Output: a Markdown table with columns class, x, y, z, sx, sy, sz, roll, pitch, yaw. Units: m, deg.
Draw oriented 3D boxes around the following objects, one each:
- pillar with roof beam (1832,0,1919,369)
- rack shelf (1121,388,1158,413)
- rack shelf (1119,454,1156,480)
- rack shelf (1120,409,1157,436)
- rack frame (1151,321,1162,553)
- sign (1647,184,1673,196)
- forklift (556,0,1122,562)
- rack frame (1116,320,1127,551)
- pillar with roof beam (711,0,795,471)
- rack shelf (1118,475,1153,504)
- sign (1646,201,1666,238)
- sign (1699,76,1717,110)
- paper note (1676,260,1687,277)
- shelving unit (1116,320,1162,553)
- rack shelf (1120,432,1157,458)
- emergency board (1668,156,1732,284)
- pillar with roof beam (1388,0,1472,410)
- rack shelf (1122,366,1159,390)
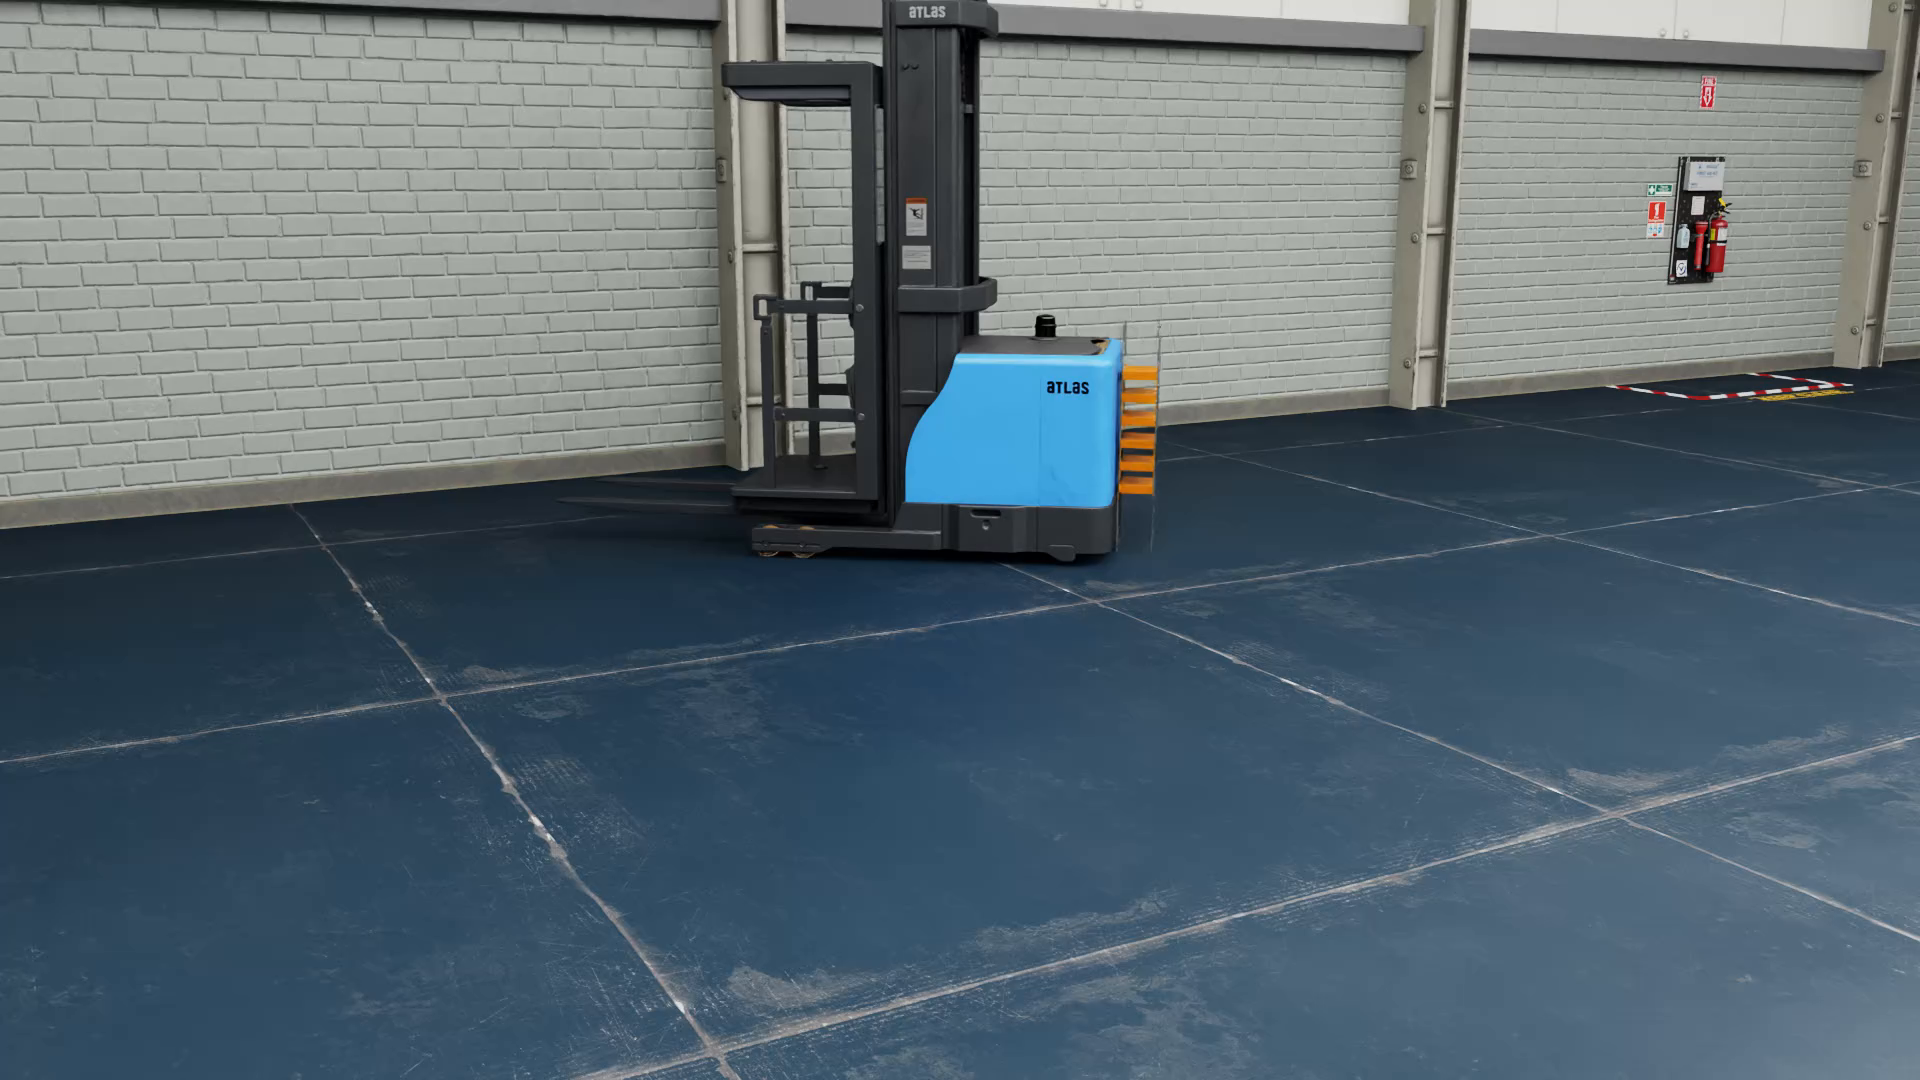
| class | x | y | z | sx | sy | sz | roll | pitch | yaw |
| --- | --- | --- | --- | --- | --- | --- | --- | --- | --- |
| pillar with roof beam | 11.225 | -5.338 | 12.331 | 0.400 | 9.000 | 9.100 | -7 | 14 | -28 |
| rack shelf | 0.949 | -0.739 | 8.765 | 0.180 | 0.103 | 0.258 | 3 | 13 | 9 |
| rack shelf | 0.946 | -0.388 | 8.845 | 0.180 | 0.103 | 0.258 | 3 | 13 | 9 |
| rack shelf | 0.948 | -0.622 | 8.791 | 0.180 | 0.103 | 0.258 | 3 | 13 | 9 |
| rack frame | 1.038 | -0.544 | 8.794 | 0.006 | 1.200 | 0.240 | 3 | 13 | 9 |
| sign | 6.448 | -3.224 | 15.316 | 0.331 | 0.109 | 0.001 | -7 | 14 | -28 |
| forklift | -0.652 | -1.447 | 8.864 | 3.031 | 2.935 | 1.130 | 2 | 13 | 8 |
| rack frame | 0.857 | -0.552 | 8.822 | 0.006 | 1.200 | 0.240 | 3 | 13 | 9 |
| pillar with roof beam | 0.692 | -4.075 | 6.722 | 0.400 | 9.000 | 9.100 | -7 | 14 | -28 |
| rack shelf | 0.945 | -0.271 | 8.871 | 0.180 | 0.103 | 0.258 | 3 | 13 | 9 |
| sign | 6.440 | -2.967 | 15.380 | 0.234 | 0.329 | 0.001 | -7 | 14 | -28 |
| sign | 6.920 | -4.137 | 15.381 | 0.199 | 0.298 | 0.001 | -7 | 14 | -28 |
| paper note | 6.786 | -2.553 | 15.627 | 0.142 | 0.148 | 0.016 | -7 | 14 | -28 |
| shelving unit | 0.948 | -0.548 | 8.808 | 0.189 | 1.200 | 0.258 | 3 | 13 | 9 |
| rack shelf | 0.947 | -0.505 | 8.818 | 0.180 | 0.103 | 0.258 | 3 | 13 | 9 |
| emergency board | 6.975 | -2.988 | 15.554 | 0.643 | 1.169 | 0.194 | -7 | 14 | -28 |
| pillar with roof beam | 5.958 | -4.706 | 9.526 | 0.400 | 9.000 | 9.100 | -7 | 14 | -28 |
| rack shelf | 0.951 | -0.856 | 8.738 | 0.180 | 0.103 | 0.258 | 3 | 13 | 9 |
